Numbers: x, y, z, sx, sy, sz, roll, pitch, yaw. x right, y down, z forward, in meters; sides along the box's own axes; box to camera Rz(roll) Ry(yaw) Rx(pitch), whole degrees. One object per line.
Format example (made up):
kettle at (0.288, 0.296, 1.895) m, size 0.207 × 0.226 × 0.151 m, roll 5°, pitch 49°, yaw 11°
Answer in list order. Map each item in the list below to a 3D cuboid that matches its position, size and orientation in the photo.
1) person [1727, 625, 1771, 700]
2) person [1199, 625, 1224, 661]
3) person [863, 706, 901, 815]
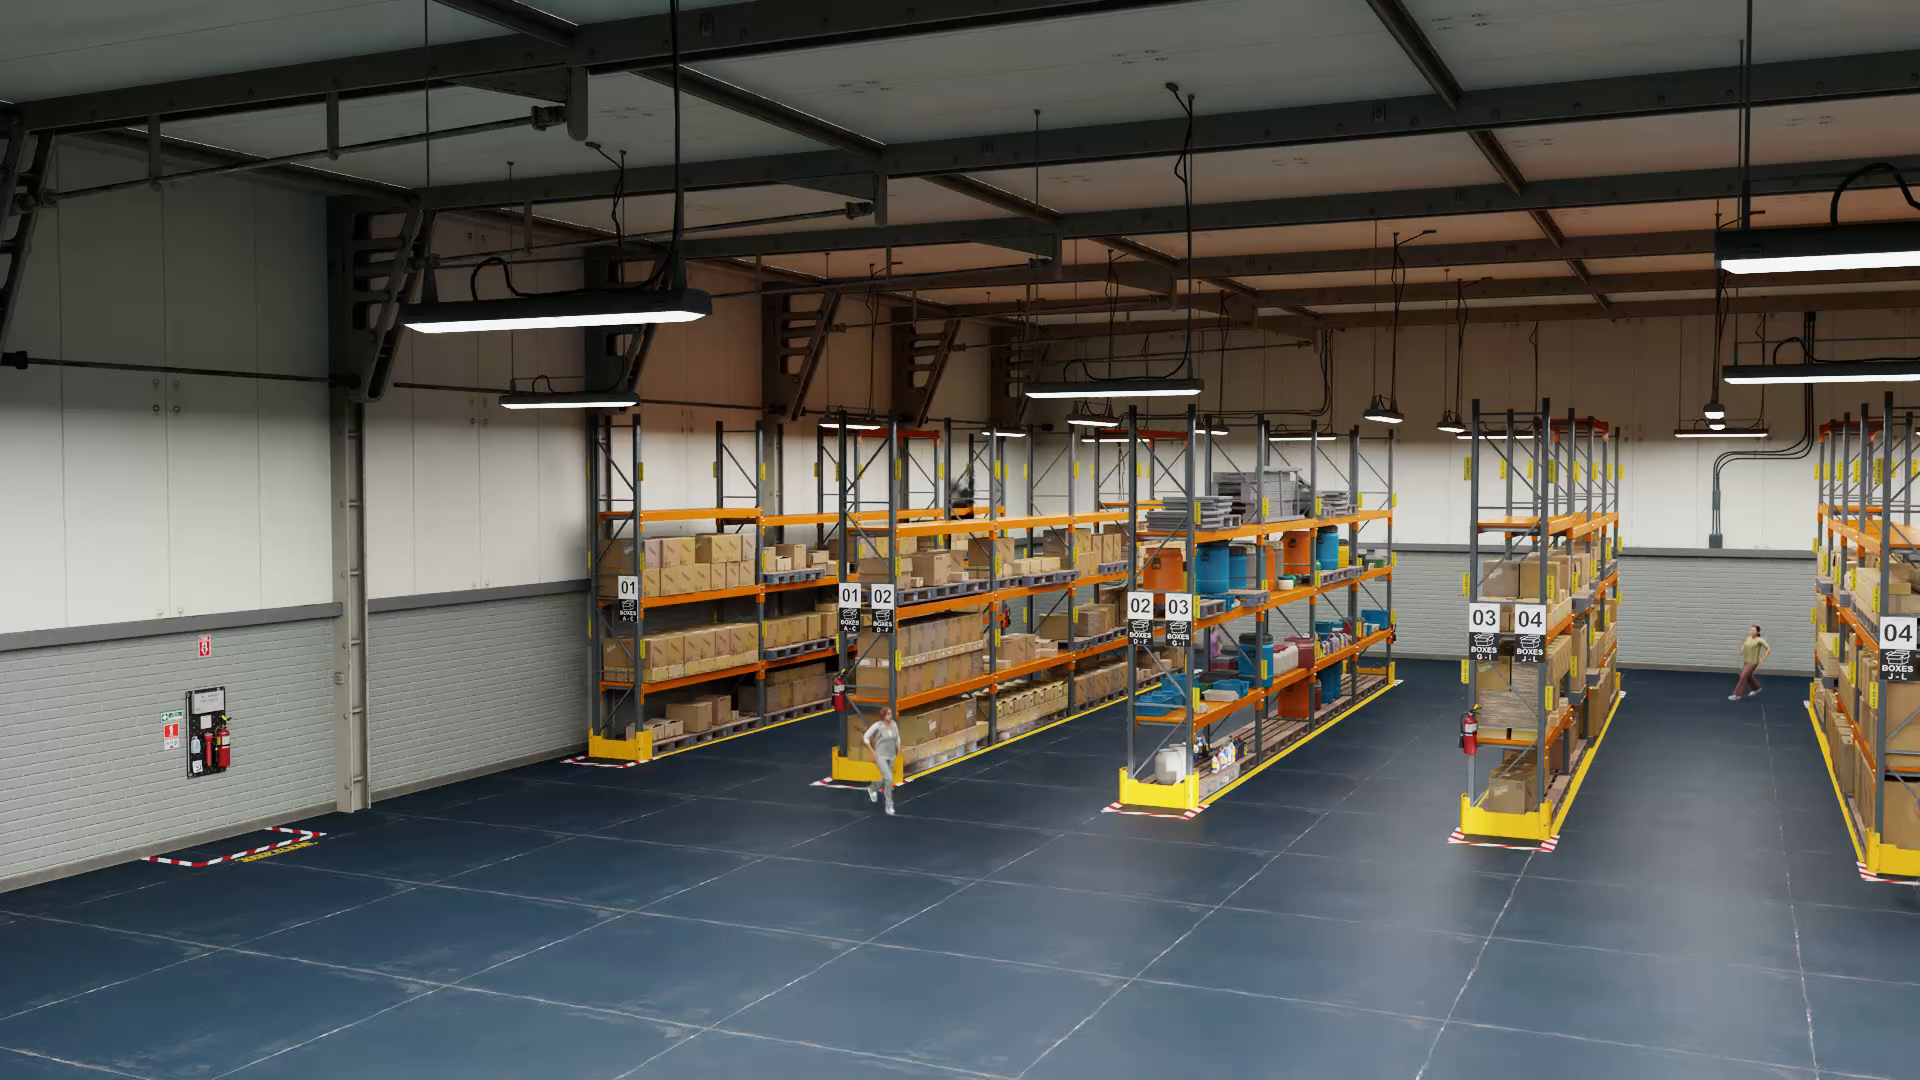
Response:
person at (17.261, 2.667, 36.286) m, size 0.953 × 1.639 × 0.643 m, roll -1°, pitch 2°, yaw -17°
person at (5.623, 2.658, 37.295) m, size 0.534 × 1.616 × 0.863 m, roll 1°, pitch 2°, yaw 16°
person at (-1.173, 3.239, 24.501) m, size 0.554 × 1.625 × 0.741 m, roll -2°, pitch 3°, yaw -38°
